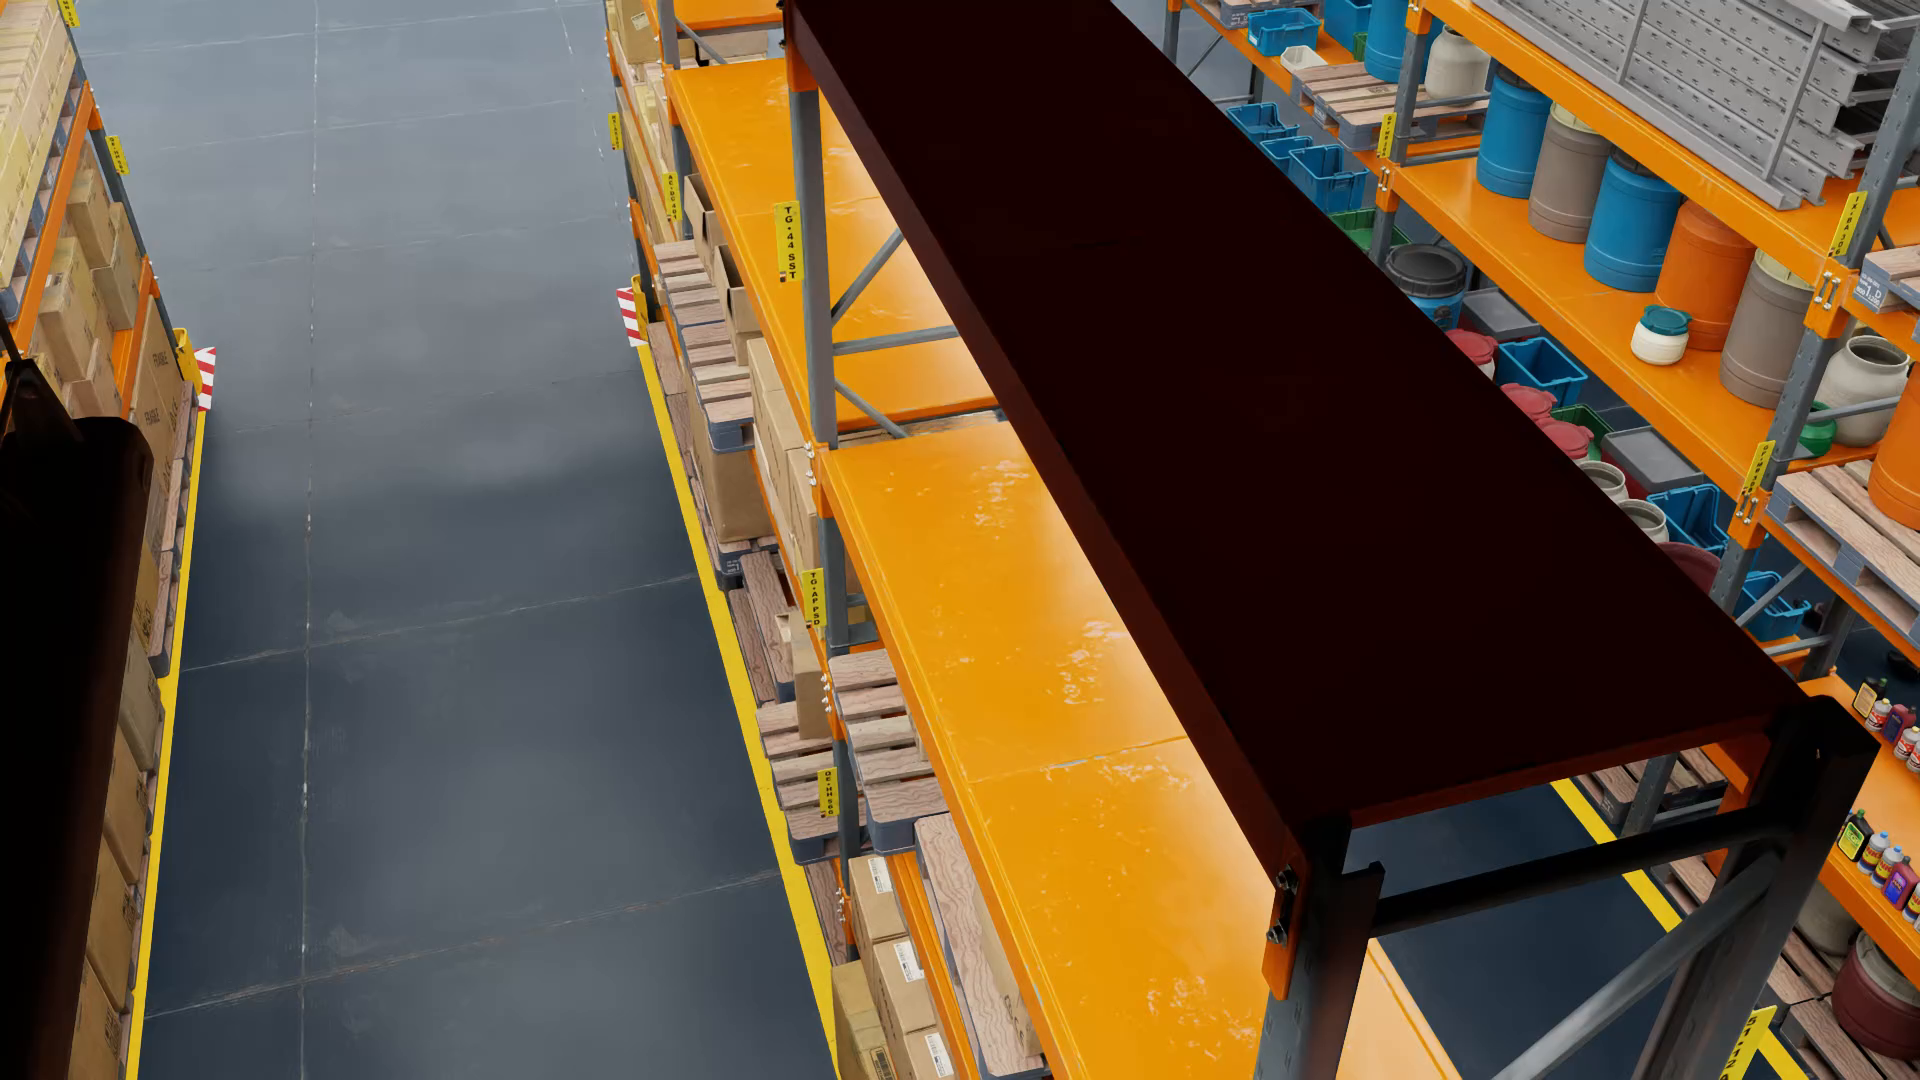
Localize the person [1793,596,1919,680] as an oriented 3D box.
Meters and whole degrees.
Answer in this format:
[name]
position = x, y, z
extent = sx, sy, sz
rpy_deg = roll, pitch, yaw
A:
[person]
position = 6.374, 0.093, 11.341
extent = 0.537, 1.658, 1.015
rpy_deg = -20, 43, -24
